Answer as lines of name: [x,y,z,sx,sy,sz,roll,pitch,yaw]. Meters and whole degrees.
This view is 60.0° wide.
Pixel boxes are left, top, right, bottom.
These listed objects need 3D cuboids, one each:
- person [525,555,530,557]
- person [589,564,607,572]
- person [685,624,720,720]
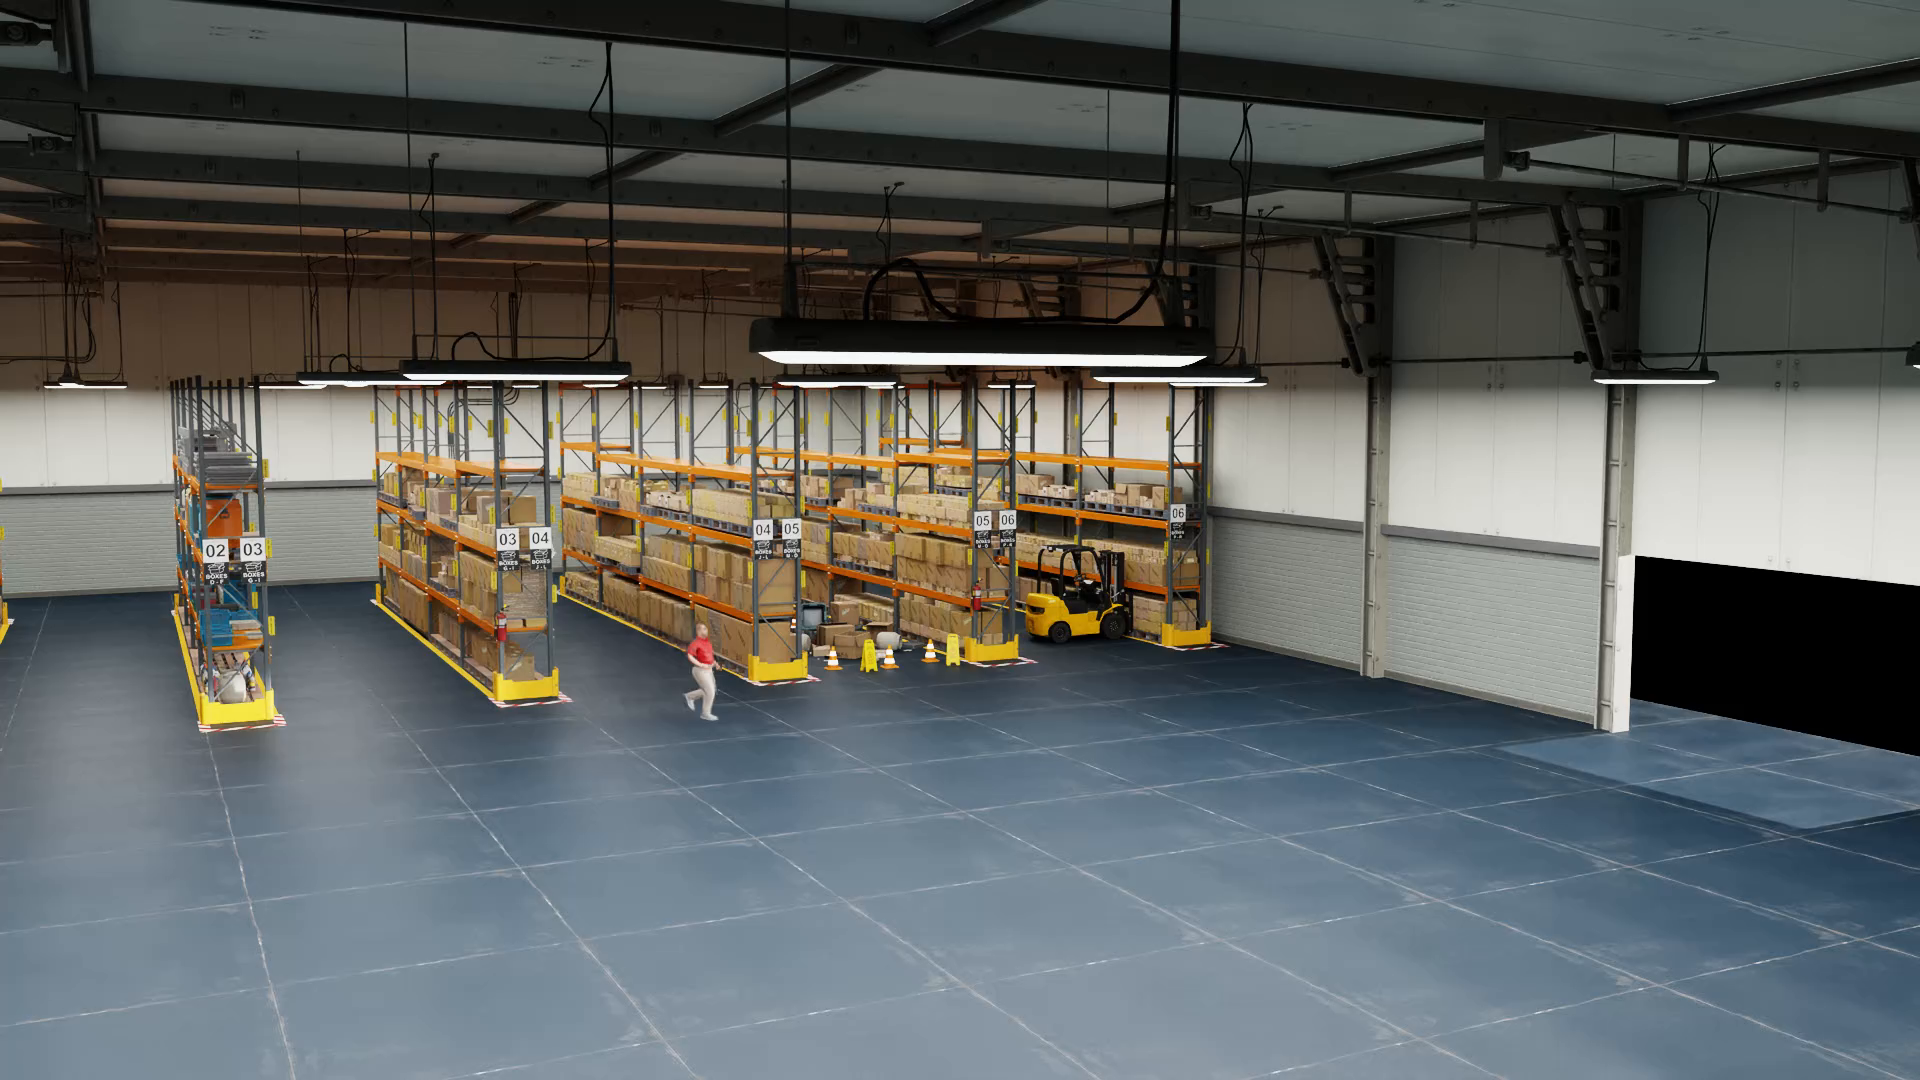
person: [-12.292,0.733,46.679,0.642,1.658,0.923,1,5,8]
person: [-10.643,0.523,48.659,0.879,1.733,0.768,0,5,3]
person: [-4.556,2.307,29.126,0.664,1.695,0.663,1,5,14]
